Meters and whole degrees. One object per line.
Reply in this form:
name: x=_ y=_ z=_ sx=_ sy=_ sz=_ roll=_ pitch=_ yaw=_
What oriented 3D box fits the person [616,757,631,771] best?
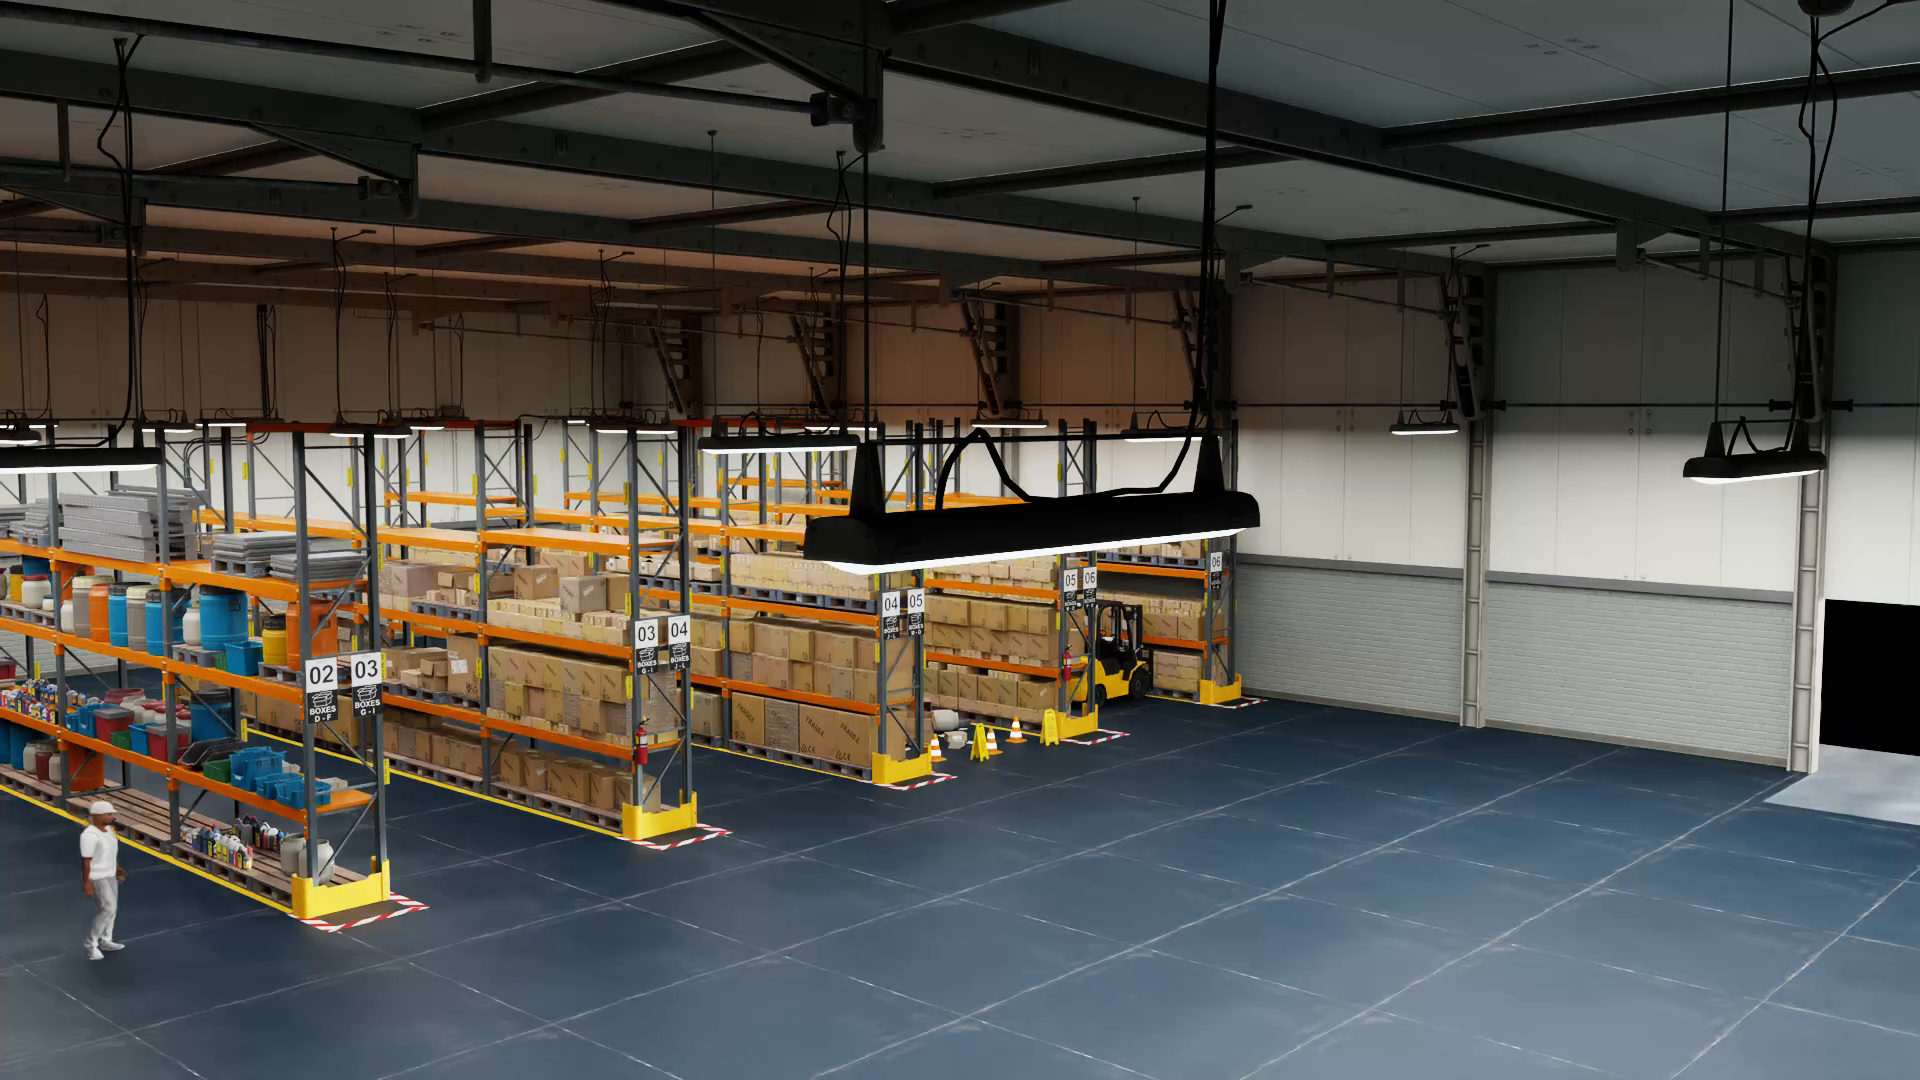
person: x=-5.705 y=3.203 z=28.421 sx=0.518 sy=1.690 sz=0.627 roll=-3 pitch=6 yaw=-32

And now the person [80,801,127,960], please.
person: x=-9.910 y=3.901 z=19.241 sx=0.399 sy=1.788 sz=0.671 roll=0 pitch=5 yaw=-5
